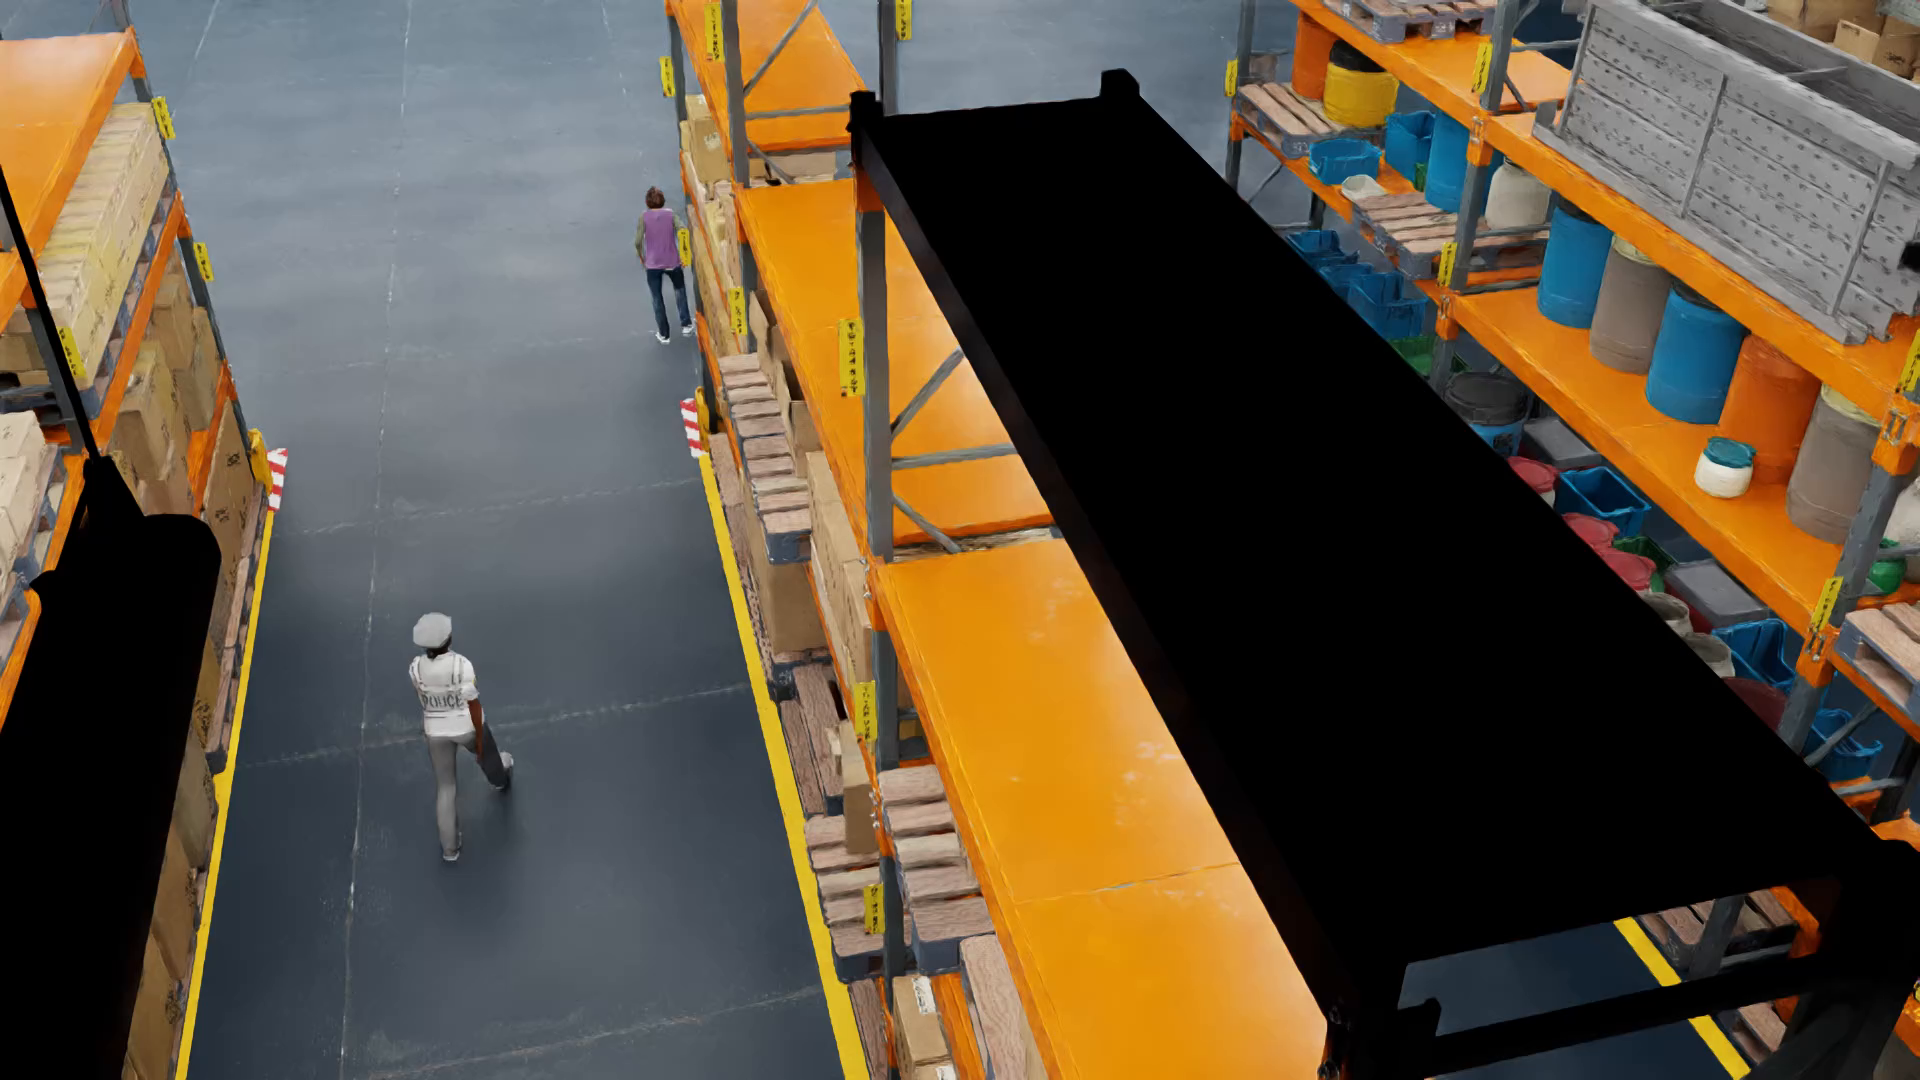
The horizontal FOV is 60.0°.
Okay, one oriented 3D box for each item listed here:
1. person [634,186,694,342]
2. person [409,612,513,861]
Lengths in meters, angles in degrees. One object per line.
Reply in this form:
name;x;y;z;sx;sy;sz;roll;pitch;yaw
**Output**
person;-2.986;-2.784;16.819;0.566;1.527;0.519;-9;36;-14
person;-3.320;1.185;10.900;0.443;1.621;1.002;-3;35;-4
